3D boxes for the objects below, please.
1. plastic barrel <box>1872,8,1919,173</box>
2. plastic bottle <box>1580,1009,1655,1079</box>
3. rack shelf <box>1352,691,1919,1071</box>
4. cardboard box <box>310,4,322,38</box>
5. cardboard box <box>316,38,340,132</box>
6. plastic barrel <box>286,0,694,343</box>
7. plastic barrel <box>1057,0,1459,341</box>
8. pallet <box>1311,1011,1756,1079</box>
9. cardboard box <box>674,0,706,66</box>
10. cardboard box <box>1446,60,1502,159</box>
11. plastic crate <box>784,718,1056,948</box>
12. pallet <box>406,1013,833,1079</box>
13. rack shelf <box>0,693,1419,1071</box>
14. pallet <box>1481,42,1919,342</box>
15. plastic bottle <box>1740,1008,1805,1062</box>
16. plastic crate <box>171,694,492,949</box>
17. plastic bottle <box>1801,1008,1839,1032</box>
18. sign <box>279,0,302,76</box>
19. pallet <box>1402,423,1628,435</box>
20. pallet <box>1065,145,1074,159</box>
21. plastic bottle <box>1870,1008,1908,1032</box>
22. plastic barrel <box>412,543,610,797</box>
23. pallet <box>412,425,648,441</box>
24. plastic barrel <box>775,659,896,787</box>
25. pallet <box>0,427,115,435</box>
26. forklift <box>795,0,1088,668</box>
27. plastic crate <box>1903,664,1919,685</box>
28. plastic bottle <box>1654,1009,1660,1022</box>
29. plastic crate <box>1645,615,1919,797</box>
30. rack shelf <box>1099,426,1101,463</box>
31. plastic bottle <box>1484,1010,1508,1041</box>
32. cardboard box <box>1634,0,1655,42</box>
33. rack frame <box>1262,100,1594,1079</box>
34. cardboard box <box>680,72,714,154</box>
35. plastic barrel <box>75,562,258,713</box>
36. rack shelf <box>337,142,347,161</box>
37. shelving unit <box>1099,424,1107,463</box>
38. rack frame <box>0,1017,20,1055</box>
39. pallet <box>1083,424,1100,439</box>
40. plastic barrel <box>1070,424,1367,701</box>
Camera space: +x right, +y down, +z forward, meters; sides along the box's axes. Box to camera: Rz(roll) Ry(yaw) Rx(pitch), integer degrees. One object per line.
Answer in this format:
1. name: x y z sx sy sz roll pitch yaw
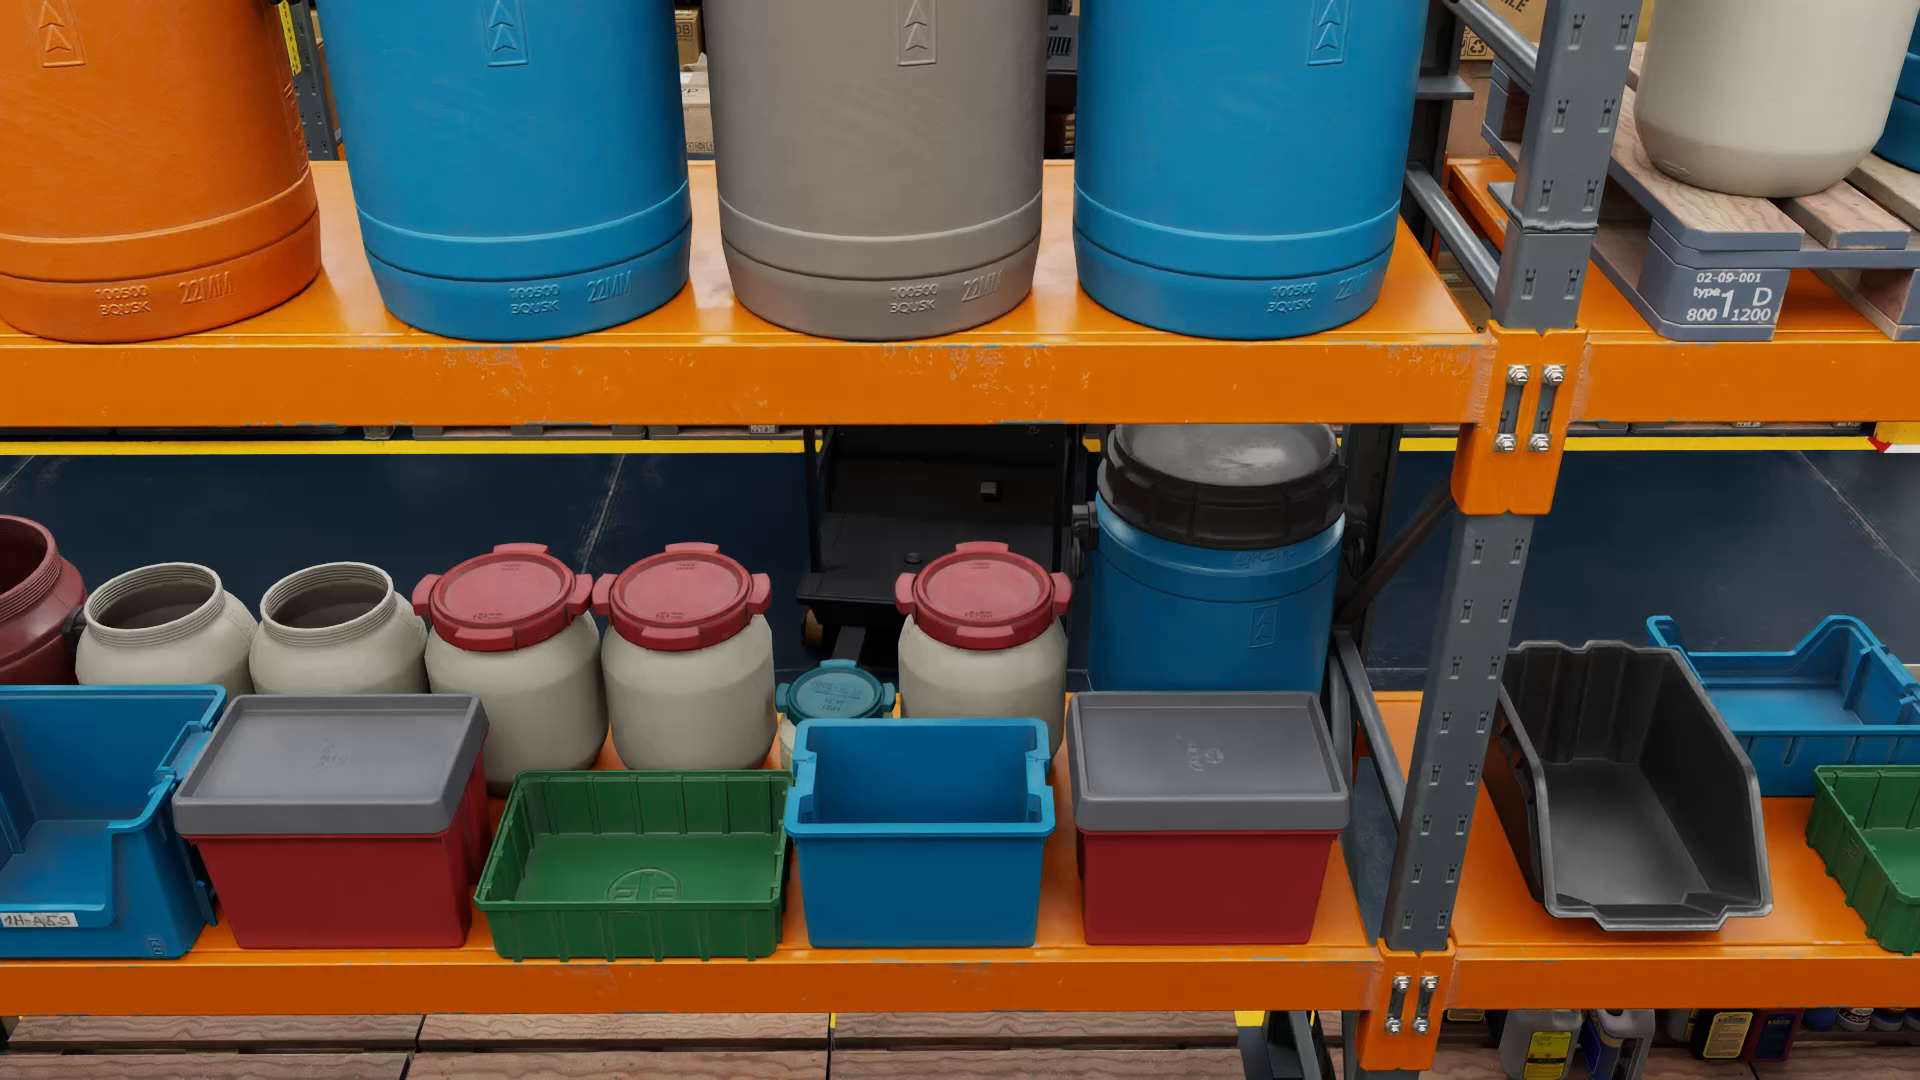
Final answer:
1. plastic barrel: 2.011 -1.120 2.924 0.708 0.901 0.600 0 31 0
2. plastic bottle: 1.875 1.405 4.744 0.135 0.276 0.152 0 31 0
3. rack shelf: 3.015 0.805 4.224 4.000 0.370 1.077 0 31 0
4. cardboard box: -4.639 -3.918 12.598 0.500 0.250 0.500 1 31 1
5. cardboard box: -3.502 -2.235 8.445 0.500 0.500 0.500 1 31 1
6. plastic barrel: -0.800 -0.874 2.924 0.708 0.901 0.600 0 31 0
7. plastic barrel: 0.508 -0.879 2.931 0.708 0.901 0.600 0 31 0
8. pallet: 1.687 1.716 4.719 1.213 0.211 1.003 0 31 0
9. cardboard box: -2.334 -3.799 12.883 0.750 0.750 1.050 -1 31 -1
10. cardboard box: 2.435 -2.241 8.169 0.500 0.500 0.875 0 31 0
11. plastic crate: -0.086 0.676 3.760 0.575 0.384 0.392 0 31 0
12. pallet: -0.993 1.724 4.705 1.213 0.211 1.003 0 31 0
13. rack shelf: -0.985 0.818 4.204 4.000 0.370 1.077 0 31 0
14. pallet: 1.736 -0.751 3.386 1.003 0.211 1.213 0 31 0
15. plastic bottle: 2.336 1.381 4.777 0.133 0.283 0.061 0 31 0
16. plastic crate: -1.367 0.643 3.737 0.583 0.464 0.402 0 31 0
17. plastic bottle: 2.555 1.316 4.895 0.097 0.271 0.097 0 31 0
18. sign: -3.008 -2.260 7.466 0.005 0.325 0.100 0 31 0
19. pallet: 2.880 -0.899 9.028 1.213 0.211 1.003 0 31 0
20. pallet: 0.220 -2.056 8.432 1.213 0.211 1.003 0 31 0
21. plastic bottle: 2.757 1.315 4.897 0.097 0.271 0.097 0 31 0
22. plastic barrel: -1.109 0.339 4.169 0.433 0.535 0.433 0 31 0
23. pallet: -2.233 -0.862 8.967 1.213 0.211 1.003 0 31 0
24. plastic barrel: -0.309 0.488 4.188 0.301 0.262 0.301 0 31 0
25. pallet: -5.020 -0.895 9.021 1.213 0.211 1.003 0 31 0
26. forklift: -0.072 -0.931 6.458 1.130 2.935 3.031 3 31 6
27. plastic crate: 2.637 0.480 4.321 0.437 0.136 0.530 0 31 0
28. plastic bottle: 2.012 1.303 4.905 0.133 0.283 0.061 2 31 3
29. plastic crate: 2.120 0.423 4.304 0.616 0.251 0.499 0 31 0
30. rack shelf: 0.913 -0.498 7.831 0.431 0.518 0.480 4 25 16
31. plastic bottle: 1.658 1.297 4.850 0.185 0.351 0.144 -1 31 -2
32. cardboard box: 2.937 -2.543 7.703 0.500 0.500 0.500 0 31 0
33. rack frame: 1.015 0.504 4.028 0.127 3.000 1.000 0 31 0
34. cardboard box: -1.337 -2.054 7.983 0.500 0.250 0.500 -1 31 -2
35. plastic barrel: -1.957 0.355 4.166 0.421 0.512 0.421 0 31 0
36. rack shelf: -5.015 -1.739 8.418 4.000 0.370 1.077 0 31 0
37. shelving unit: 0.872 -1.150 7.546 0.431 2.100 0.503 4 25 16
38. rack frame: -2.985 0.517 4.007 0.127 3.000 1.000 0 31 0
39. pallet: 0.207 -0.870 8.980 1.213 0.211 1.003 0 31 0
40. plastic barrel: 0.627 0.134 4.154 0.708 0.901 0.600 0 31 0
